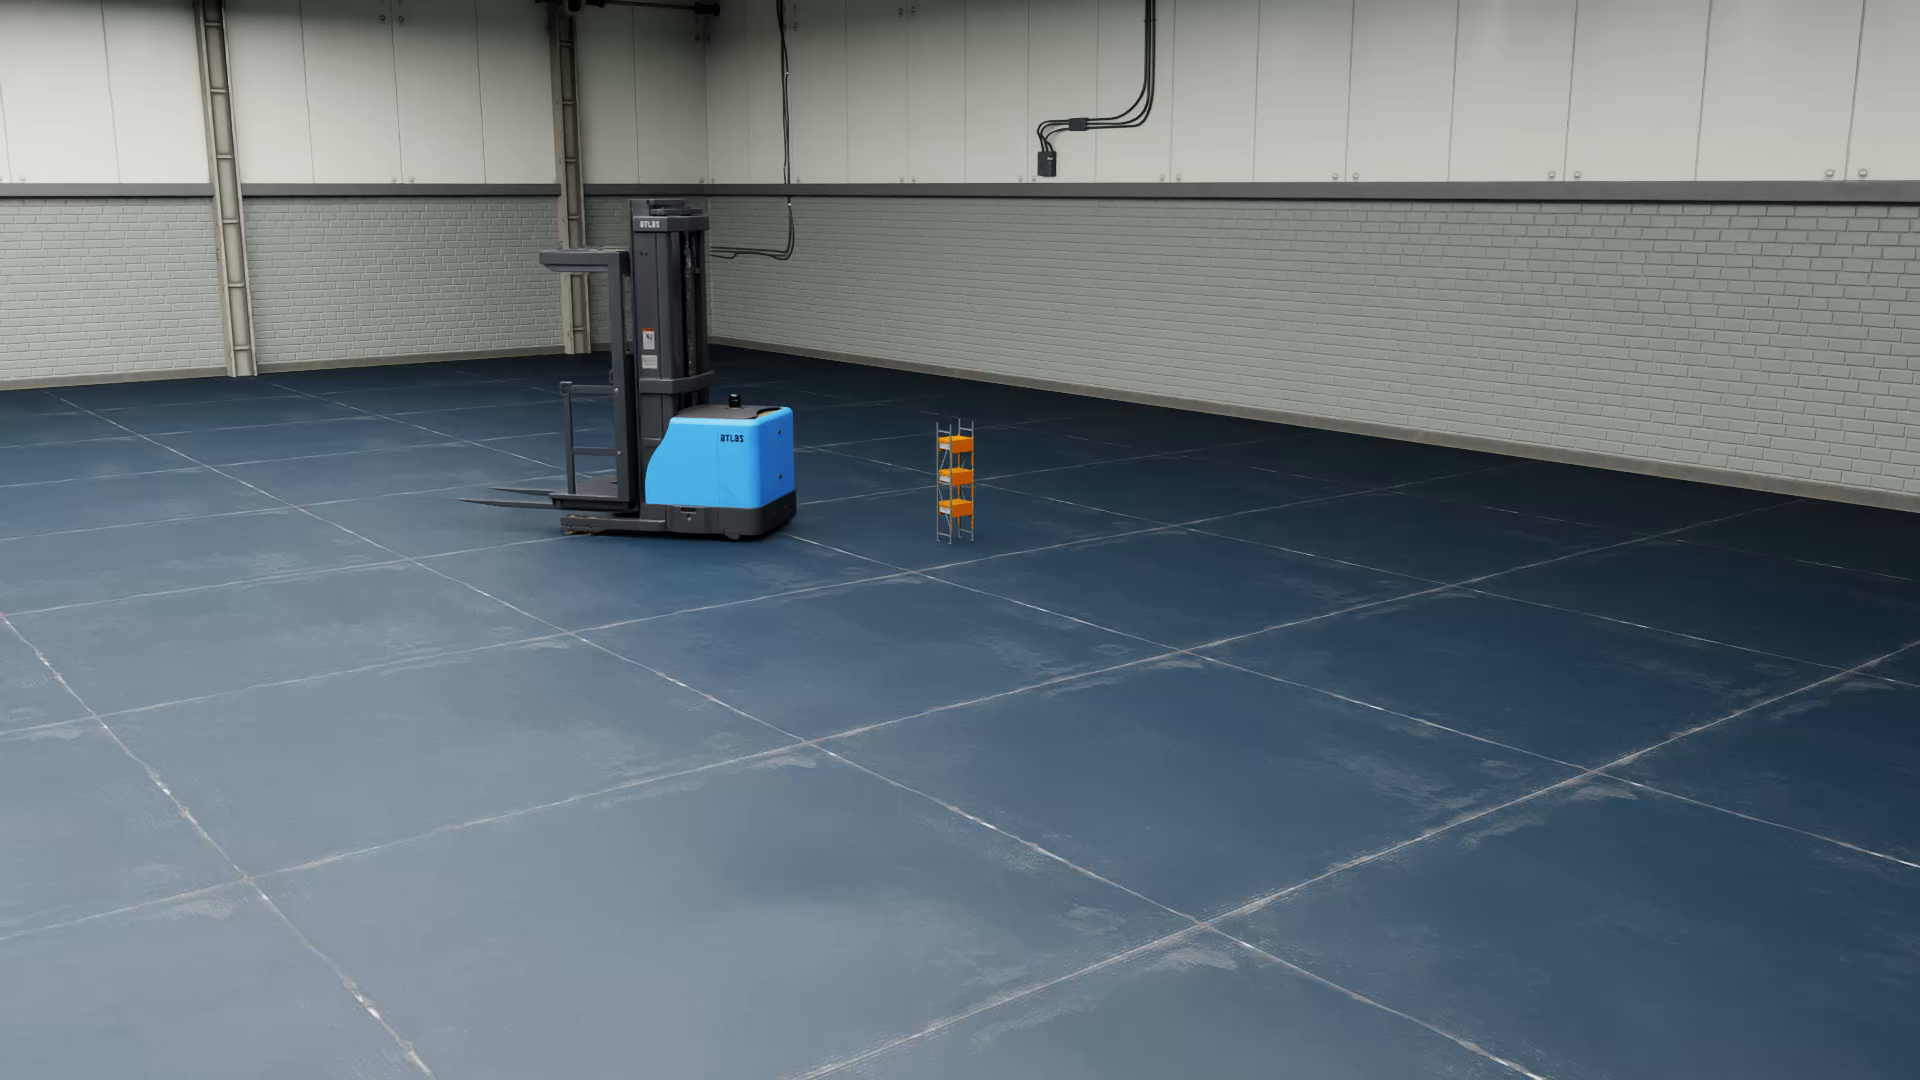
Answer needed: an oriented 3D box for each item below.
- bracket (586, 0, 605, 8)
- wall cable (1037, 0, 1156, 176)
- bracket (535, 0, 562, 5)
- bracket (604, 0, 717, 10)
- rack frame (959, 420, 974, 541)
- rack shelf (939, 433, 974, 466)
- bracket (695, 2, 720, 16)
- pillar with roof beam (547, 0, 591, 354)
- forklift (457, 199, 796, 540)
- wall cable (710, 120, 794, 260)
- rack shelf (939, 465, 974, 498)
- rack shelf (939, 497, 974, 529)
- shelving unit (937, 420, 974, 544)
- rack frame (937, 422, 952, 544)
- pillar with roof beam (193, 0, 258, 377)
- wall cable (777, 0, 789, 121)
[{"bbox_3d":[-6.598,-9.652,29.754,0.430,0.232,0.235,-9,15,-38],"label":"bracket"},{"bbox_3d":[1.901,-8.185,23.322,0.169,6.003,2.305,-9,15,-38],"label":"wall cable"},{"bbox_3d":[-7.246,-9.545,29.247,0.430,0.232,0.235,-9,15,-38],"label":"bracket"},{"bbox_3d":[-5.209,-9.883,30.841,3.189,0.066,0.076,-9,15,-38],"label":"bracket"},{"bbox_3d":[0.053,-0.522,14.562,0.008,1.050,0.200,-9,15,-38],"label":"rack frame"},{"bbox_3d":[-0.042,-0.774,14.430,0.240,0.259,0.215,-9,15,-38],"label":"rack shelf"},{"bbox_3d":[-4.747,-9.960,31.202,0.430,0.232,0.235,-9,15,-38],"label":"bracket"},{"bbox_3d":[-4.454,-7.197,26.857,0.548,9.000,9.100,-9,15,-38],"label":"pillar with roof beam"},{"bbox_3d":[-3.086,-1.579,15.007,3.031,2.935,1.130,3,12,14],"label":"forklift"},{"bbox_3d":[-4.017,-6.544,31.258,0.112,2.526,3.097,-9,15,-38],"label":"wall cable"},{"bbox_3d":[-0.042,-0.496,14.489,0.240,0.259,0.215,-9,15,-38],"label":"rack shelf"},{"bbox_3d":[-0.042,-0.224,14.547,0.240,0.259,0.215,-9,15,-38],"label":"rack shelf"},{"bbox_3d":[-0.042,-0.507,14.487,0.252,1.050,0.215,-9,15,-38],"label":"shelving unit"},{"bbox_3d":[-0.137,-0.491,14.412,0.008,1.050,0.200,-9,15,-38],"label":"rack frame"},{"bbox_3d":[-9.140,-6.418,23.191,0.400,9.000,9.100,-9,15,-38],"label":"pillar with roof beam"},{"bbox_3d":[-2.327,-8.576,28.667,0.112,2.526,3.097,-9,15,-38],"label":"wall cable"}]
